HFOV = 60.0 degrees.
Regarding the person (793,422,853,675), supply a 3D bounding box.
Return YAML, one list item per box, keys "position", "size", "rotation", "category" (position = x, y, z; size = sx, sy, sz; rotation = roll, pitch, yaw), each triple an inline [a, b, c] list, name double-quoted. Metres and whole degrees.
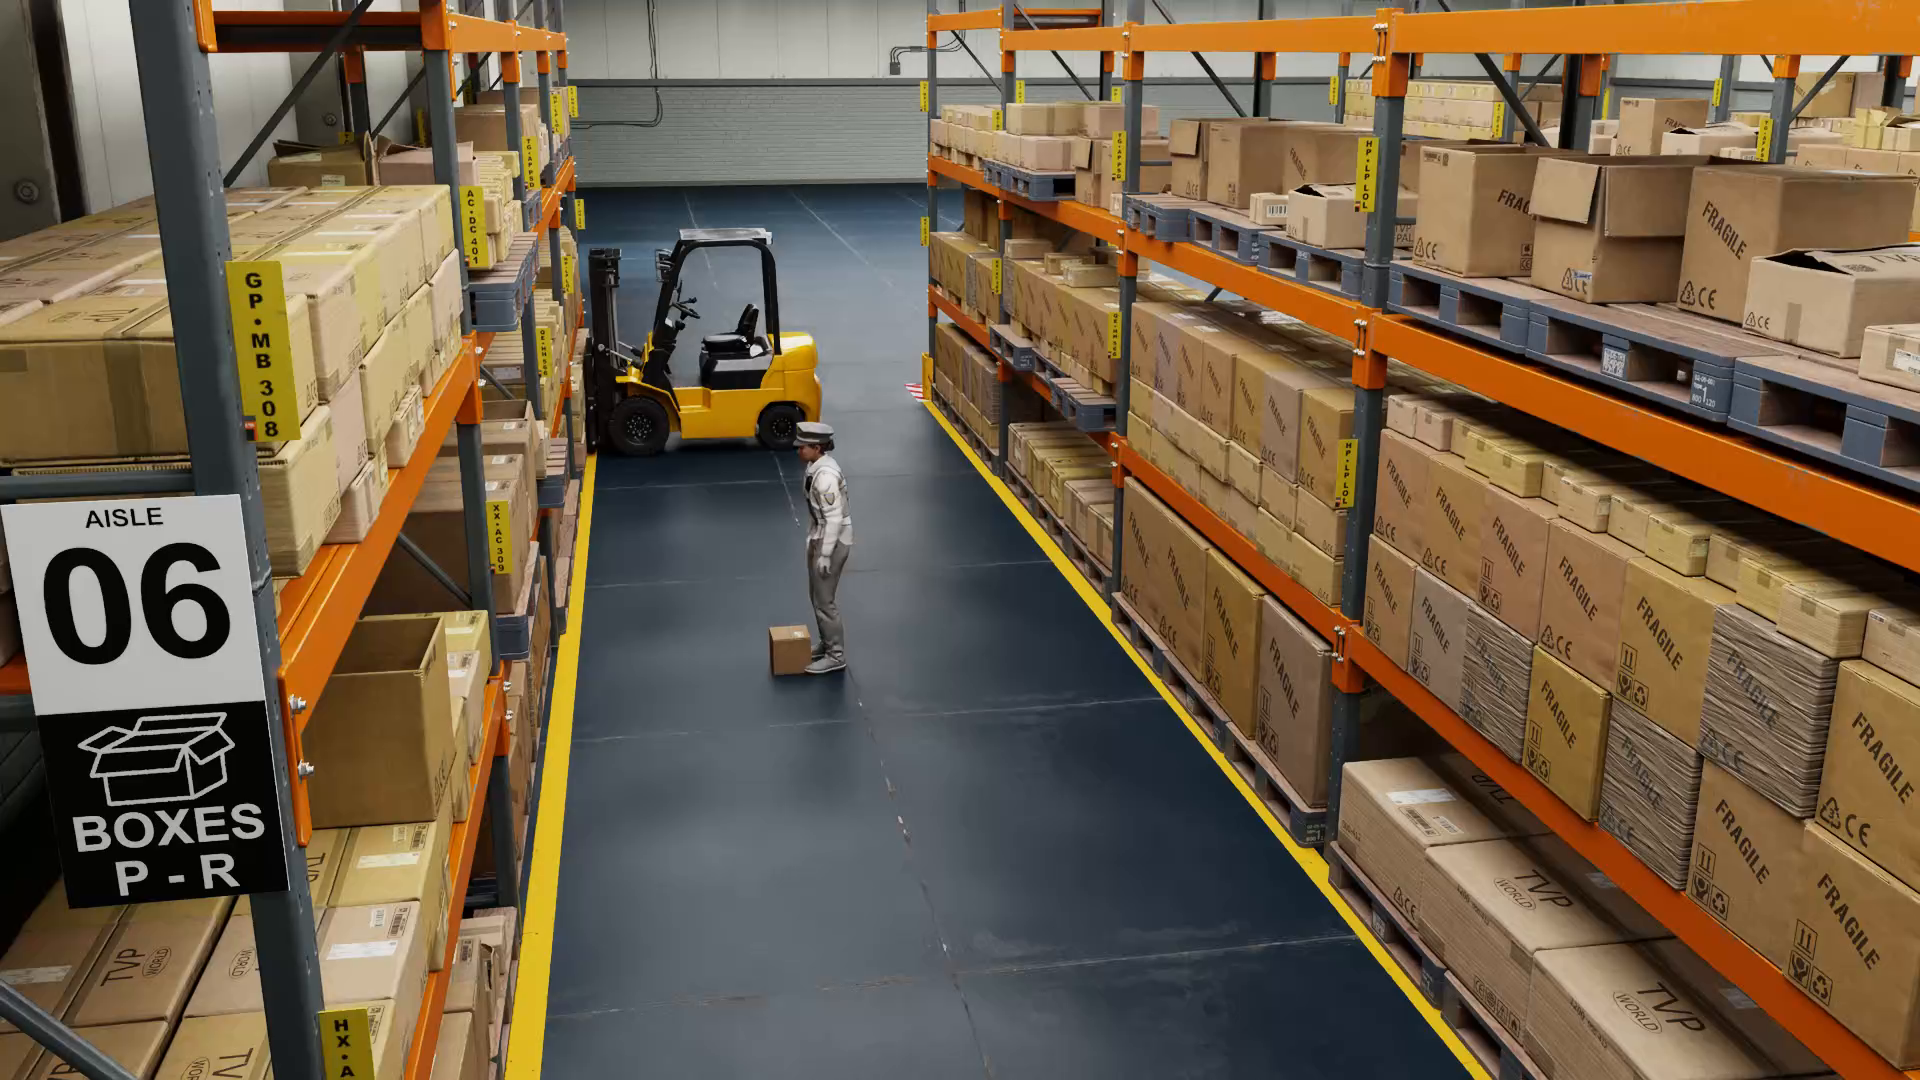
- position: [-0.892, 0.040, 10.890]
  size: [0.369, 1.667, 0.547]
  rotation: [-4, 17, -13]
  category: "person"
